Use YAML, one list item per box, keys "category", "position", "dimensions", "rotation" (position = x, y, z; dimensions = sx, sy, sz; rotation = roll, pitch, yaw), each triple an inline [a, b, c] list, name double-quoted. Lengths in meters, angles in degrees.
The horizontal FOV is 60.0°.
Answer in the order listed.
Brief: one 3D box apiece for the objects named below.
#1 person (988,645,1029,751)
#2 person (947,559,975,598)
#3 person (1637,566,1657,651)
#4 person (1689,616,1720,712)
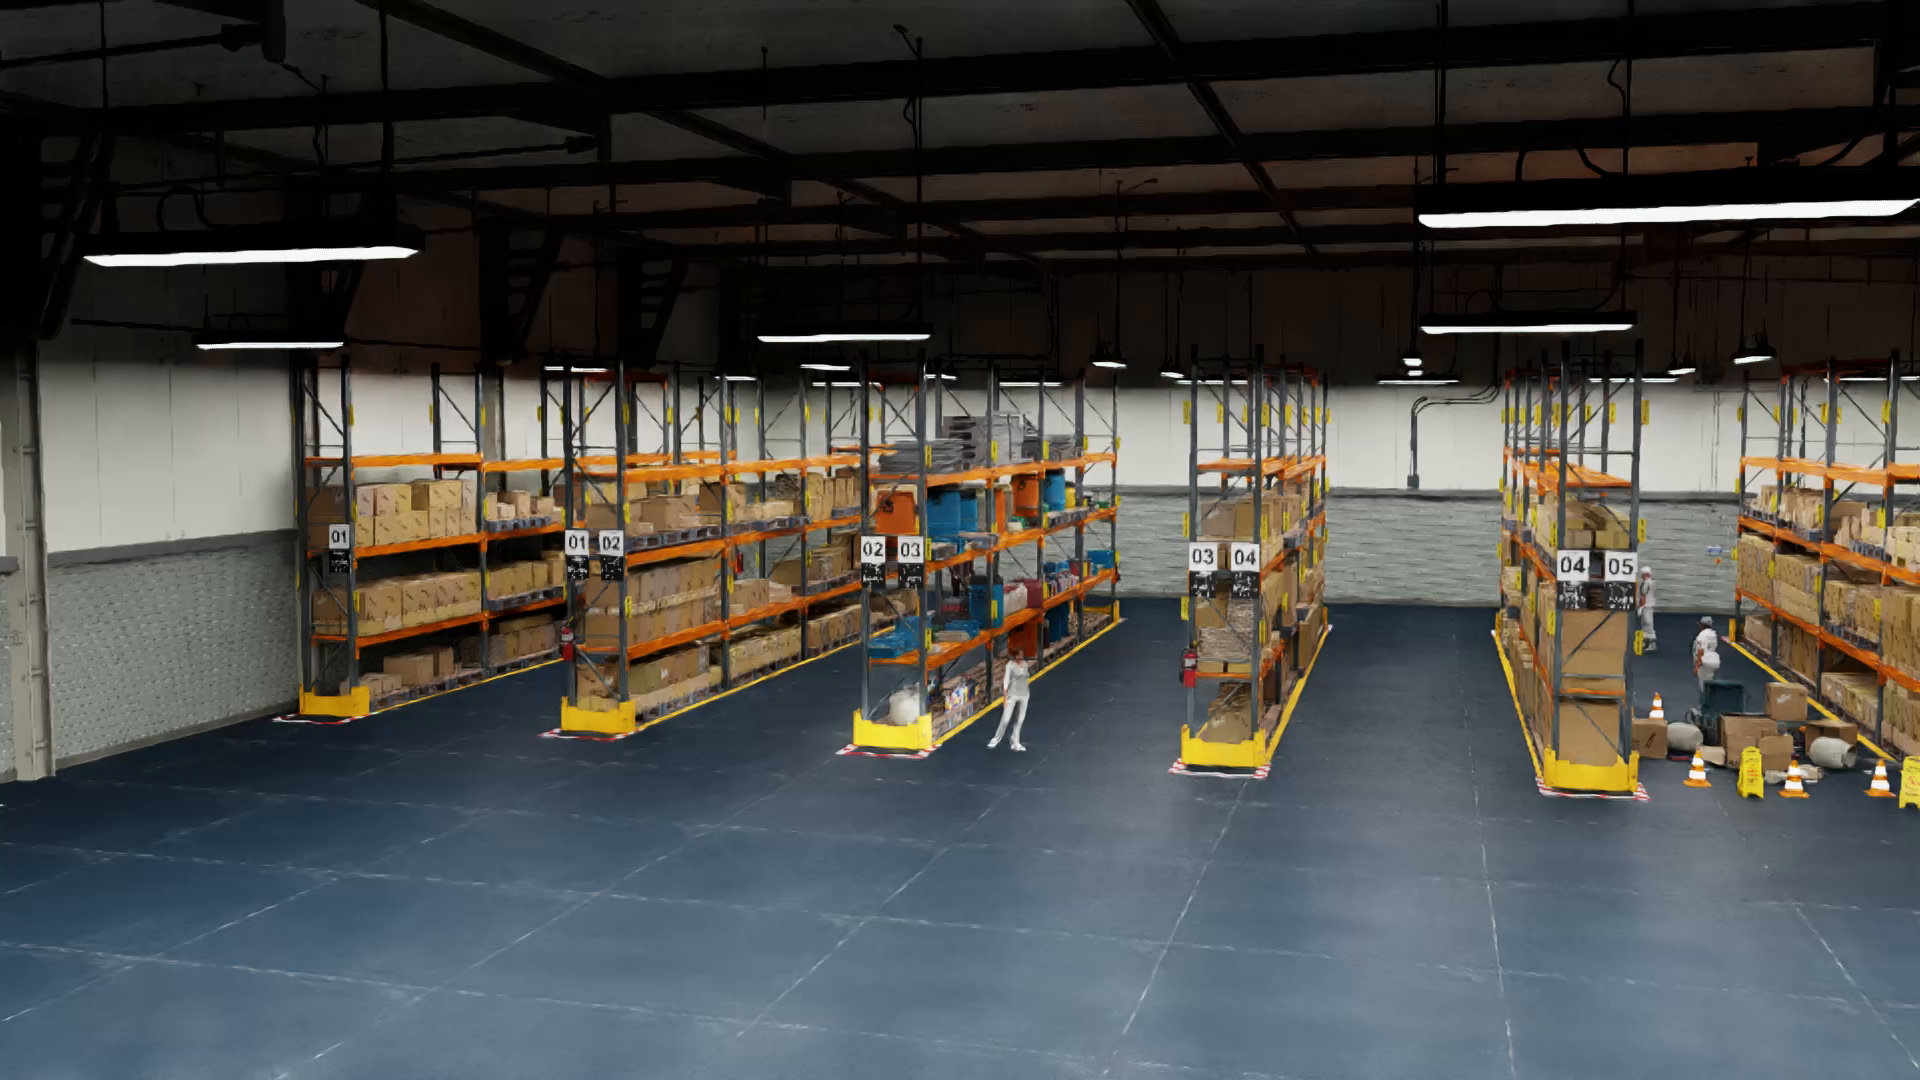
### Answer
- category: "person"
  position: [0.740, 2.371, 24.768]
  dimensions: [0.587, 1.549, 0.469]
  rotation: [-2, 5, -28]
- category: "person"
  position: [0.042, 0.944, 42.569]
  dimensions: [0.735, 1.712, 0.887]
  rotation: [0, 4, -1]
- category: "person"
  position: [14.557, 1.448, 35.358]
  dimensions: [0.588, 1.785, 0.667]
  rotation: [3, 5, 34]
- category: "person"
  position: [12.409, 2.089, 27.712]
  dimensions: [0.557, 1.662, 0.534]
  rotation: [-4, 6, -44]
